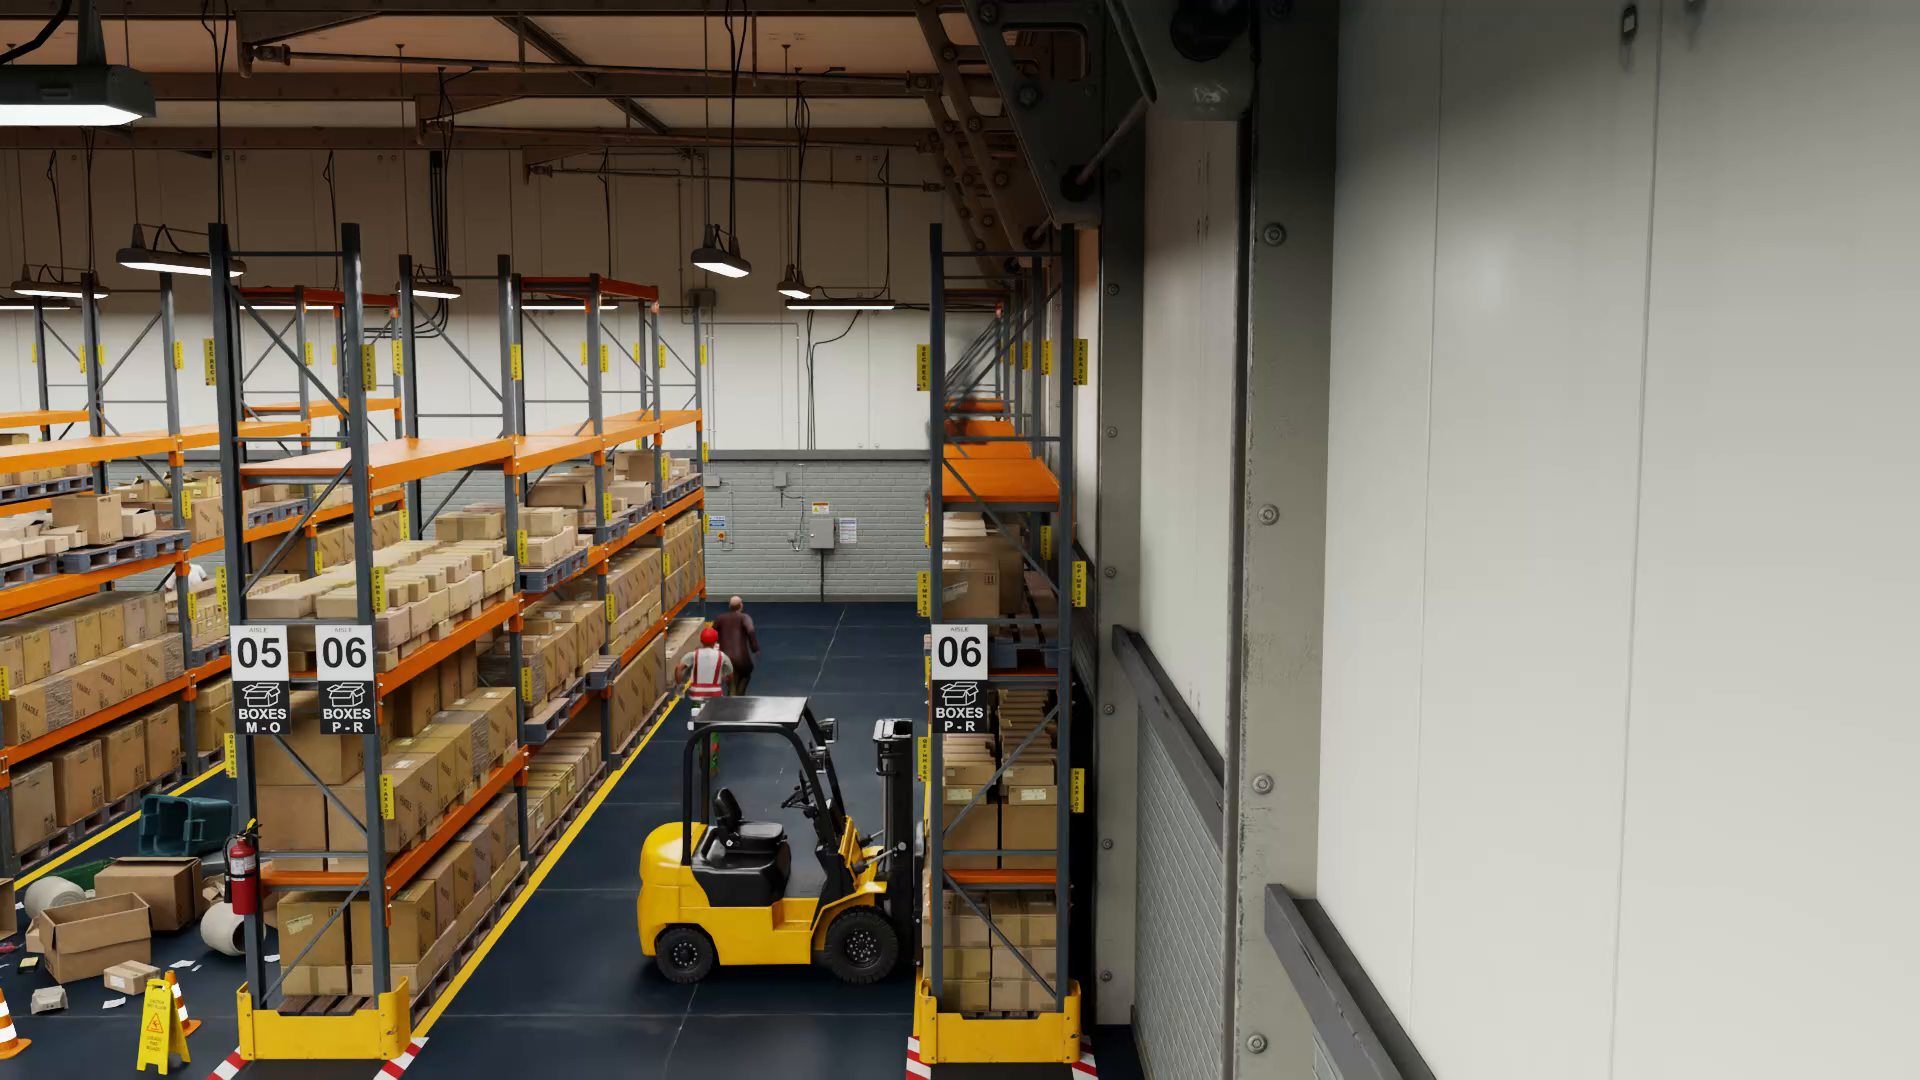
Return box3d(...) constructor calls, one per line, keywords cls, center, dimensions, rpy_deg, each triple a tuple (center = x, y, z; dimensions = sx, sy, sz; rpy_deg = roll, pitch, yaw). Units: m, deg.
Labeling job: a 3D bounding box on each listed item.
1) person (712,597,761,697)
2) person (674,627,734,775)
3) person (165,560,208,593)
box3d(cls="person", center=(-3.125, 1.673, 22.869), dimensions=(0.740, 1.723, 0.878), rpy_deg=(1, 7, 7))
box3d(cls="person", center=(-3.070, 1.938, 20.063), dimensions=(0.673, 1.783, 0.884), rpy_deg=(0, 7, 0))
box3d(cls="person", center=(-13.222, 1.017, 28.500), dimensions=(0.734, 1.675, 0.631), rpy_deg=(-6, 9, -43))
